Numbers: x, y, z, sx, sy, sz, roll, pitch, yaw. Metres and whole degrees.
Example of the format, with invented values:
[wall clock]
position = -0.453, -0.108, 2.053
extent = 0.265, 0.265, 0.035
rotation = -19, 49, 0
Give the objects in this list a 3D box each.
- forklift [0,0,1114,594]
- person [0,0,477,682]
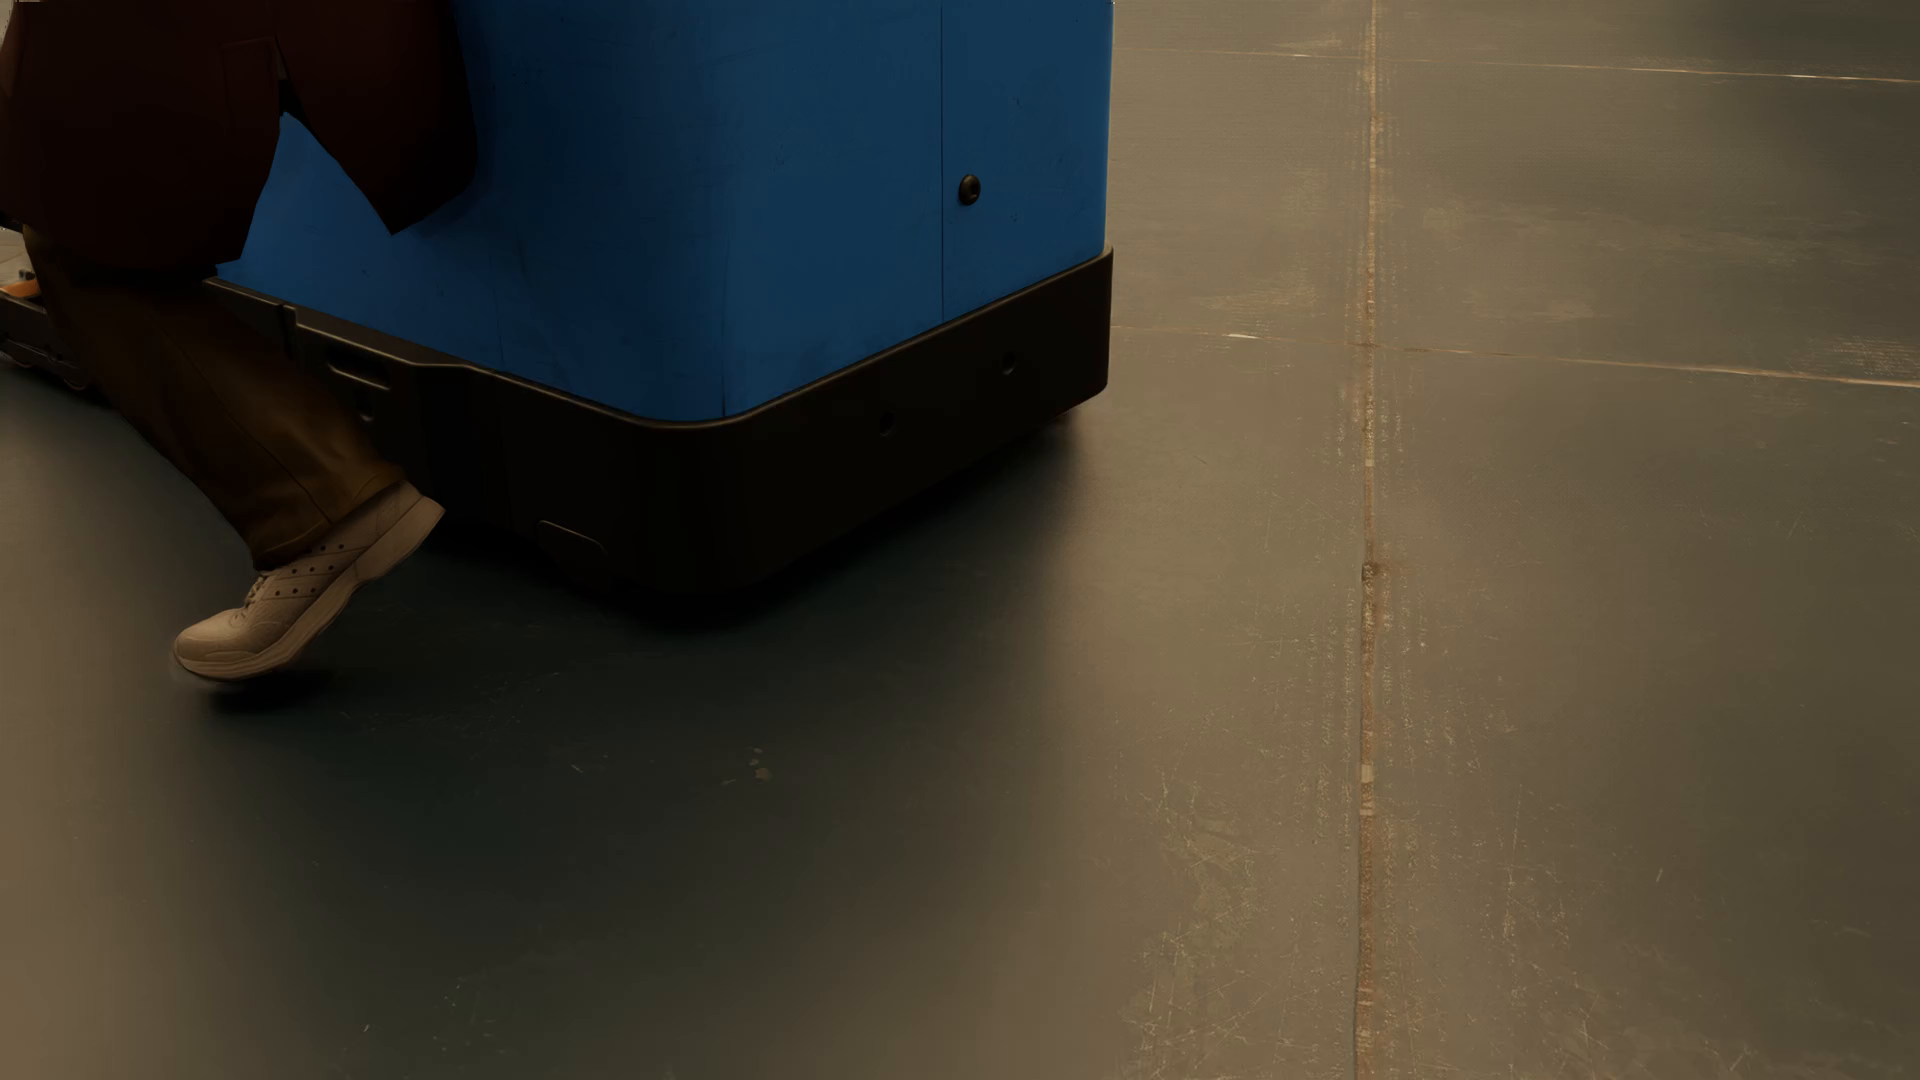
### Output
[forklift]
position = -1.228, -1.750, 2.715
extent = 3.031, 2.935, 1.130
rotation = 19, 32, 32
[person]
position = -0.910, -0.607, 2.067
extent = 0.839, 1.472, 0.737
rotation = -19, 32, -33
